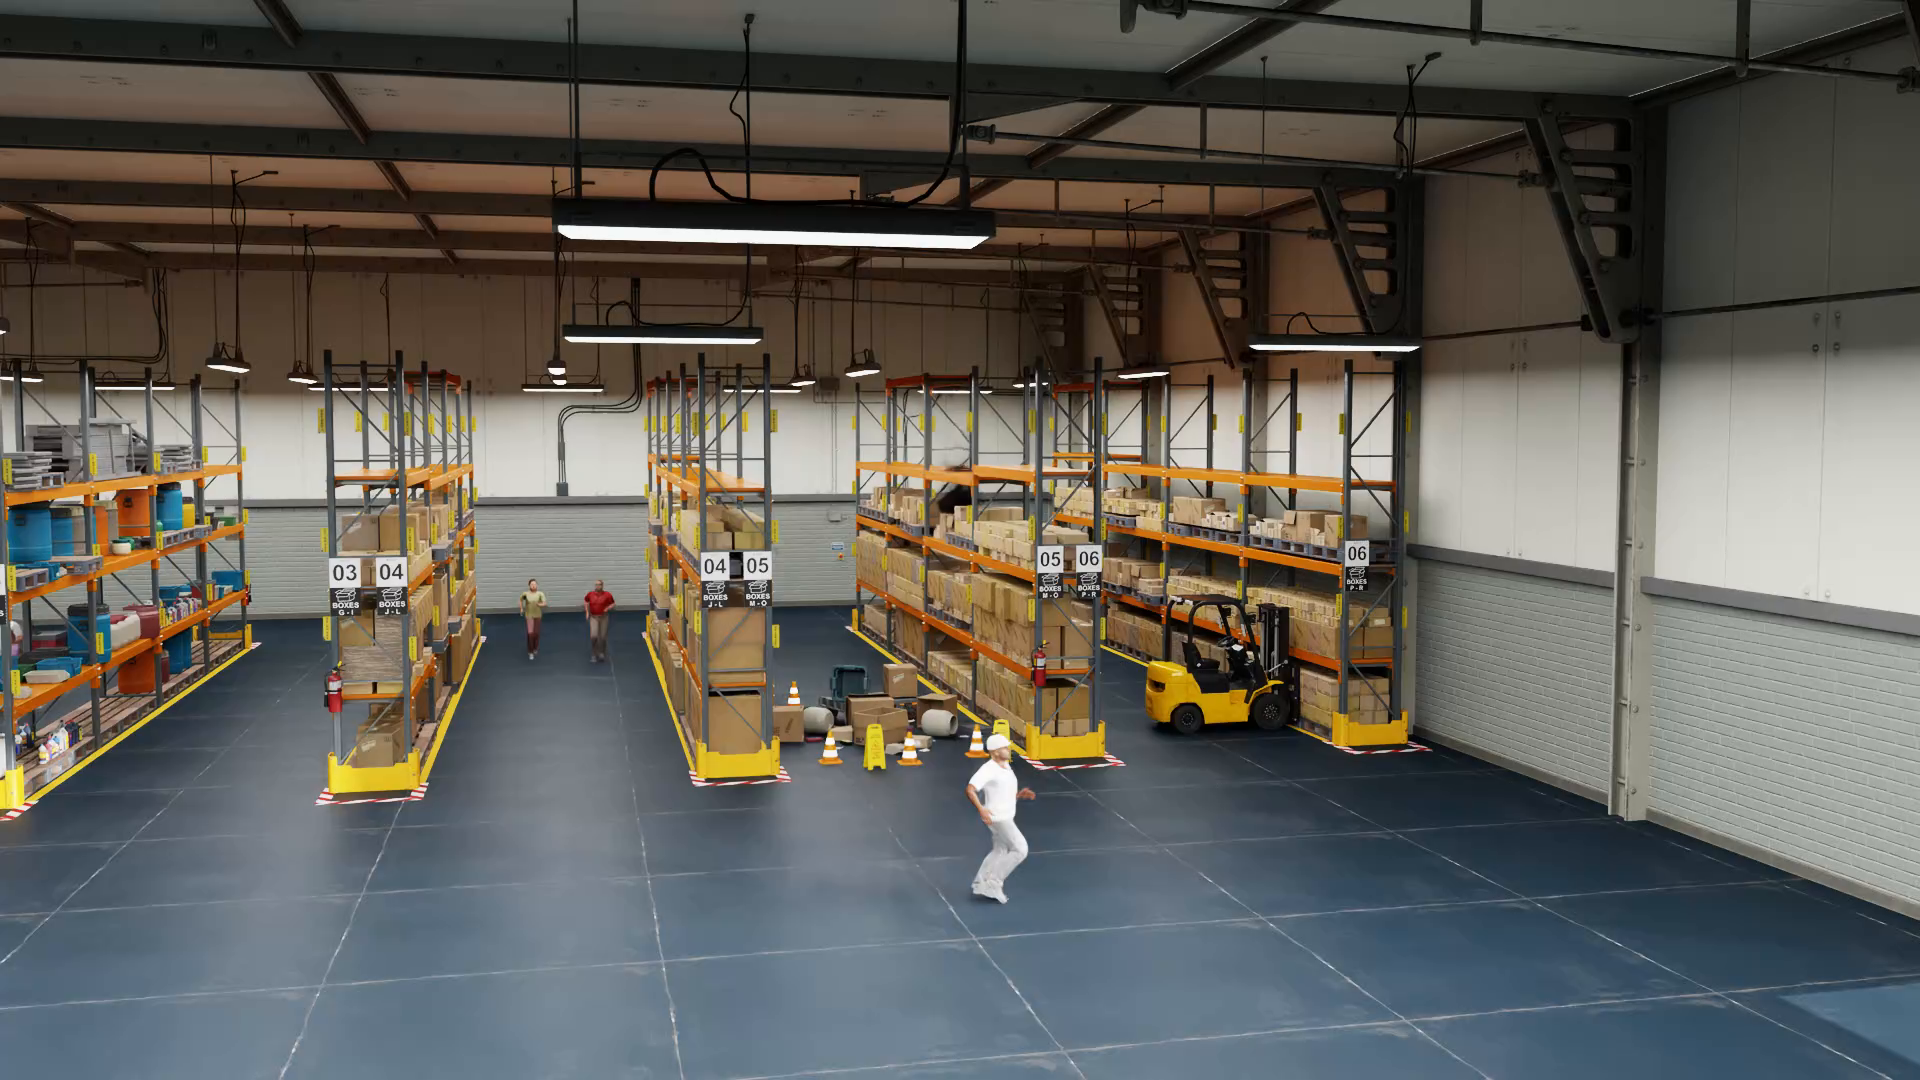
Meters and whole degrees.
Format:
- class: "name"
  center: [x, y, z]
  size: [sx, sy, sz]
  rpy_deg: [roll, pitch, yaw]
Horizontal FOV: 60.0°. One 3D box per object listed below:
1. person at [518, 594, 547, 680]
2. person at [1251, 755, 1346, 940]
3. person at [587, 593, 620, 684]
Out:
- class: "person"
  center: [-8.353, 1.881, 32.554]
  size: [0.588, 1.647, 0.914]
  rpy_deg: [-2, 4, -24]
- class: "person"
  center: [3.303, 2.983, 16.190]
  size: [0.903, 1.807, 0.687]
  rpy_deg: [1, 4, 20]
- class: "person"
  center: [-6.846, 1.874, 32.038]
  size: [0.663, 1.707, 0.998]
  rpy_deg: [-1, 4, -18]
